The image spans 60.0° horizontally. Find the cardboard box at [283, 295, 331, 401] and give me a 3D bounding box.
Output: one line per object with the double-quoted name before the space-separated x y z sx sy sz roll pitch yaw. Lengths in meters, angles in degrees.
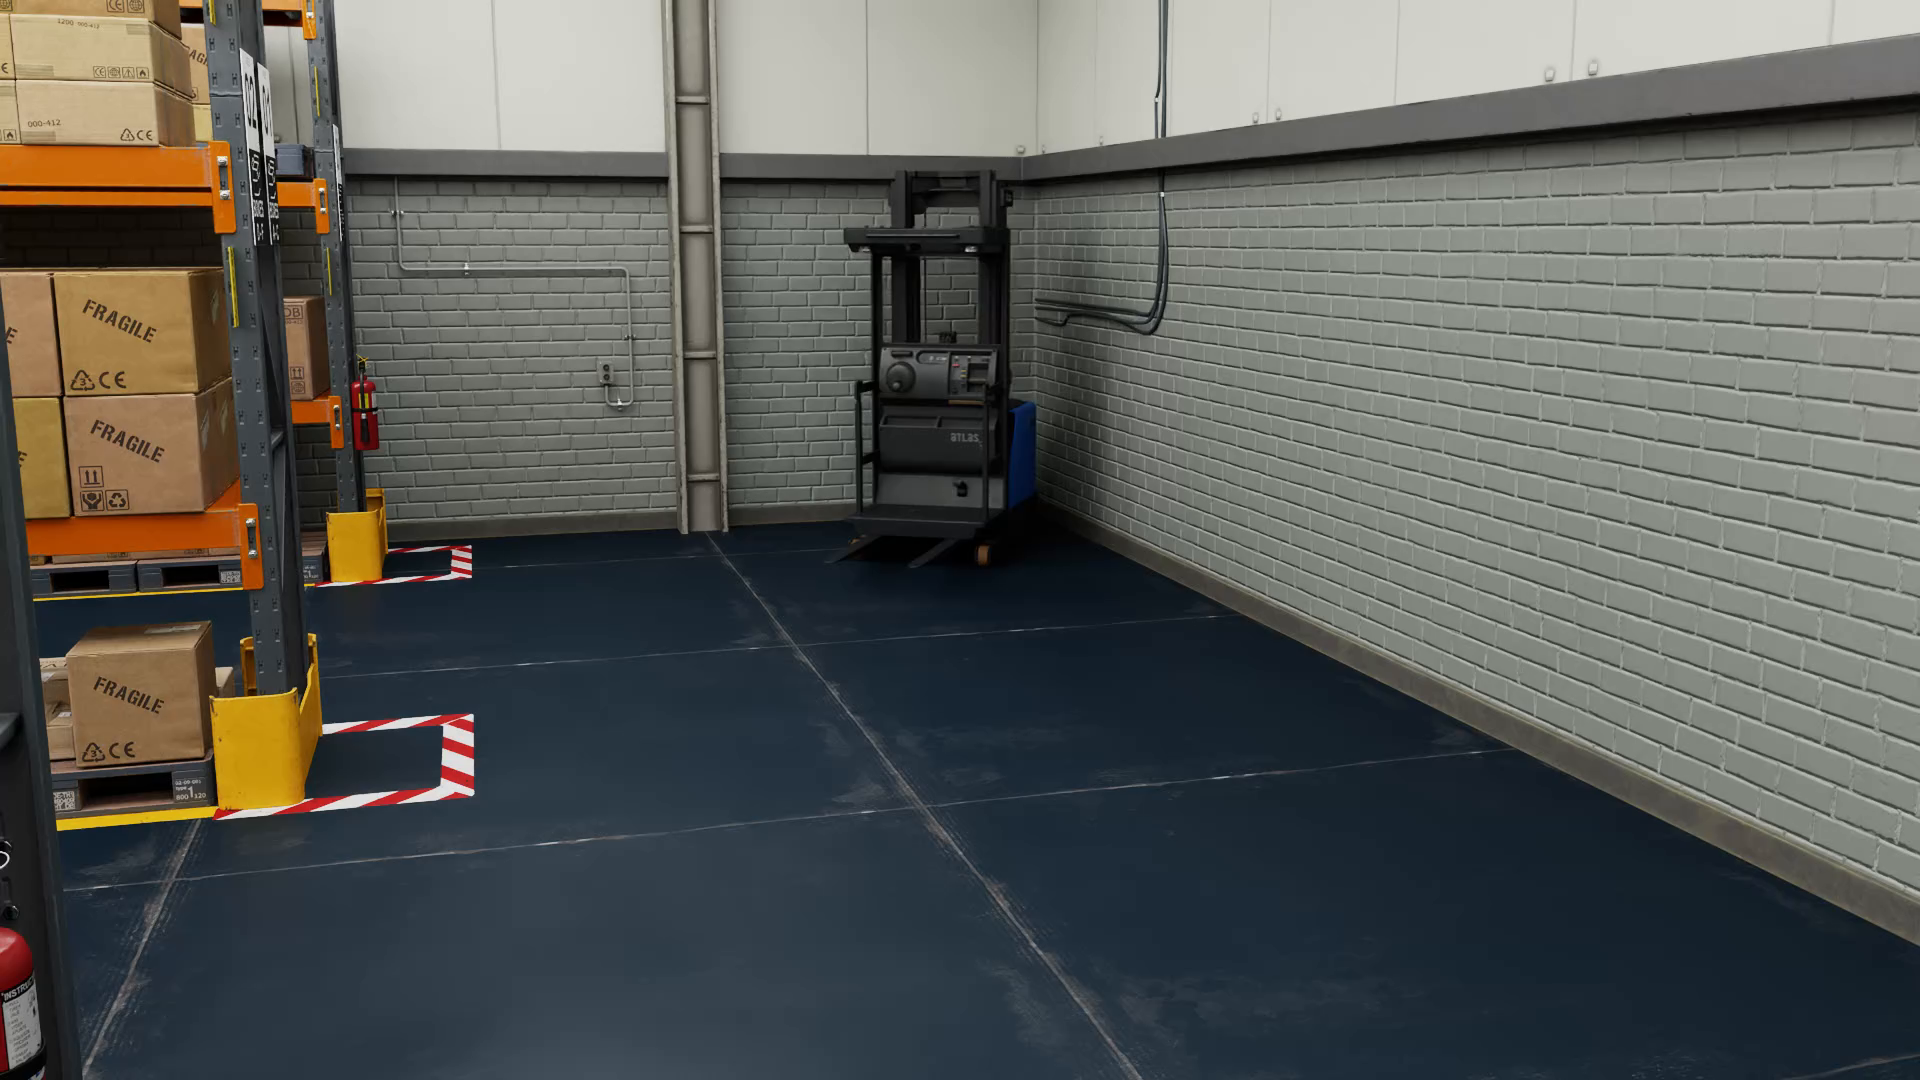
"cardboard box" -5.005 -1.396 12.018 0.700 0.700 0.980 -3 11 -13

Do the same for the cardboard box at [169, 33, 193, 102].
"cardboard box" -3.696 -2.082 7.320 0.500 0.250 0.500 -3 11 -16

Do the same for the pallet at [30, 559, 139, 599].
"pallet" -6.433 0.210 11.822 1.213 0.211 1.003 -3 11 -16

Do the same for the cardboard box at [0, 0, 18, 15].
"cardboard box" -4.122 -2.392 6.933 0.500 0.500 0.700 -3 11 -16

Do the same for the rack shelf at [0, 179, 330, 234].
"rack shelf" -6.438 -2.297 11.439 4.000 0.370 1.077 -3 11 -16

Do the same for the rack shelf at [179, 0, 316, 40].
"rack shelf" -6.438 -3.575 11.203 4.000 0.370 1.077 -3 11 -16

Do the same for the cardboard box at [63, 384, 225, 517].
"cardboard box" -3.484 -0.395 7.129 0.500 0.500 0.500 -3 11 -14

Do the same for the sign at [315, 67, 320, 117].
"sign" -4.379 -3.053 11.334 0.005 0.325 0.100 -3 11 -16

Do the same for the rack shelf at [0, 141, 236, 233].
"rack shelf" -5.050 -1.436 6.762 4.000 0.370 1.077 -3 11 -16

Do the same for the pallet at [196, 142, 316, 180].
"pallet" -5.227 -2.669 11.718 1.213 0.211 1.003 -3 11 -16

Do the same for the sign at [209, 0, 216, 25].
"sign" -2.994 -2.229 6.637 0.005 0.325 0.100 -3 11 -16

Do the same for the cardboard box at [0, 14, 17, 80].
"cardboard box" -4.032 -1.967 6.695 0.500 0.250 0.500 -3 11 -16

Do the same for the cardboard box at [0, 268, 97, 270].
"cardboard box" -4.129 -0.952 7.395 0.500 0.500 0.500 -3 11 -15

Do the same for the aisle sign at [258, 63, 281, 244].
"aisle sign" -3.146 -1.748 7.579 0.004 0.787 0.394 -3 11 -16

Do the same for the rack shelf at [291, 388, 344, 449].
"rack shelf" -6.438 -0.821 11.710 4.000 0.370 1.077 -3 11 -16

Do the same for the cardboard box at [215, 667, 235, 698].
"cardboard box" -3.628 0.732 7.946 0.250 0.149 0.380 -3 11 -16

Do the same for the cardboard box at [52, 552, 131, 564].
"cardboard box" -6.125 -0.150 11.820 0.500 0.500 0.700 -3 11 -18

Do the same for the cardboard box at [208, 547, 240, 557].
"cardboard box" -5.162 -0.201 12.096 0.500 0.500 0.700 -3 11 -16

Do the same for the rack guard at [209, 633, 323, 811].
"rack guard" -3.203 0.818 7.724 0.348 0.500 1.175 -3 11 -16

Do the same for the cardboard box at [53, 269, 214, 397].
"cardboard box" -3.480 -0.886 7.037 0.500 0.500 0.500 -3 11 -16

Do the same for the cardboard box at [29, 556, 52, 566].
"cardboard box" -6.635 -0.122 11.666 0.500 0.500 0.700 -3 11 -15

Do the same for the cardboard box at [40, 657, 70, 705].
"cardboard box" -4.211 0.724 7.708 0.500 0.250 0.500 -3 11 -16

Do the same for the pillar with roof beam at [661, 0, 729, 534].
"pillar with roof beam" -0.964 -3.765 9.146 0.400 9.000 9.100 -3 11 -16

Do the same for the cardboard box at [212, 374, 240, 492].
"cardboard box" -3.629 -0.488 7.636 0.500 0.500 0.500 -3 11 -15

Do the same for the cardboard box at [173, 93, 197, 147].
"cardboard box" -3.694 -1.835 7.359 0.500 0.250 0.500 -3 11 -16

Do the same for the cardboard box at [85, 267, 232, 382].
"cardboard box" -3.629 -0.980 7.546 0.500 0.500 0.500 -3 11 -14

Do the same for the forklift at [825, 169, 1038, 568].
"forklift" -0.220 -1.318 12.612 1.130 2.935 3.031 3 11 15

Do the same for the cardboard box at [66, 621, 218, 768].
"cardboard box" -3.583 0.668 7.323 0.500 0.500 0.500 -3 11 -16

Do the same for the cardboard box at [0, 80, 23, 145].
"cardboard box" -4.032 -1.722 6.743 0.500 0.250 0.500 -3 11 -16

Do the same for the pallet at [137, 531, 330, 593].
"pallet" -5.264 0.149 12.154 1.213 0.211 1.003 -3 11 -16

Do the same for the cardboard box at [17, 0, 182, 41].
"cardboard box" -3.618 -2.403 6.991 0.500 0.500 0.700 -3 11 -16

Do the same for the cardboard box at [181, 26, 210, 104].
"cardboard box" -5.144 -3.218 11.363 0.500 0.500 0.500 -3 11 -16

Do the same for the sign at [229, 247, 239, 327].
"sign" -2.994 -1.043 6.855 0.005 0.325 0.100 -3 11 -16

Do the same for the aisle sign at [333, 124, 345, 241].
"aisle sign" -4.365 -2.506 11.696 0.004 0.787 0.394 -3 11 -16

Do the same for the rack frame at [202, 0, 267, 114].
"rack frame" -3.130 -3.366 6.975 0.127 3.000 1.000 -3 11 -16

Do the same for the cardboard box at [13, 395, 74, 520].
"cardboard box" -3.981 -0.368 6.983 0.500 0.500 0.500 -3 11 -15

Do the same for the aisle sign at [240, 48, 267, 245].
"aisle sign" -2.978 -1.644 7.012 0.004 0.787 0.394 -3 11 -16

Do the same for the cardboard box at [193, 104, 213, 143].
"cardboard box" -5.147 -2.850 11.438 0.500 0.250 0.500 -3 11 -14

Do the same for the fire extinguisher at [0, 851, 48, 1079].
"fire extinguisher" -1.477 0.739 2.493 0.183 0.674 0.296 -3 11 -16

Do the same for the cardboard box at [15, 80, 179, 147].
"cardboard box" -3.549 -1.745 6.870 0.500 0.250 0.500 -3 11 -16

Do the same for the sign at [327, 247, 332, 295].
"sign" -4.379 -1.867 11.552 0.005 0.325 0.100 -3 11 -16

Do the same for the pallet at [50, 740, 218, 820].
"pallet" -3.968 1.000 7.530 1.213 0.211 1.003 -3 11 -16

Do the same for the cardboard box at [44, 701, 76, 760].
"cardboard box" -3.997 0.837 7.327 0.250 0.166 0.380 -3 11 -16

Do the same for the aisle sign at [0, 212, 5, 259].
"aisle sign" -1.763 -0.888 2.905 0.004 0.787 0.394 -3 11 -16

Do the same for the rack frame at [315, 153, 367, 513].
"rack frame" -4.518 -1.276 12.195 0.127 3.000 1.000 -3 11 -16

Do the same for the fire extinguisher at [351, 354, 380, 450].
"fire extinguisher" -4.244 -0.982 11.841 0.183 0.674 0.296 -3 11 -16

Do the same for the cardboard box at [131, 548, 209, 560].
"cardboard box" -5.642 -0.175 11.959 0.500 0.500 0.700 -3 11 -16

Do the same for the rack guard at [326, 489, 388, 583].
"rack guard" -4.495 -0.048 12.428 0.348 0.500 1.175 -3 11 -16

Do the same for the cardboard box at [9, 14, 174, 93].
"cardboard box" -3.552 -1.992 6.833 0.500 0.250 0.500 -3 11 -16

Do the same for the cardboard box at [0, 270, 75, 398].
"cardboard box" -3.965 -0.860 6.897 0.500 0.500 0.500 -3 11 -14

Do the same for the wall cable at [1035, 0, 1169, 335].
"wall cable" 1.013 -2.924 13.150 0.112 2.526 3.097 -3 11 -16

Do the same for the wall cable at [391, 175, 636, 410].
"wall cable" -3.553 -2.005 13.348 1.851 1.984 0.084 -3 11 -16

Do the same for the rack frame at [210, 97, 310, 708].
"rack frame" -3.130 -0.415 7.518 0.127 3.000 1.000 -3 11 -16

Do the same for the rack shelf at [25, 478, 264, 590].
"rack shelf" -5.050 0.040 7.034 4.000 0.370 1.077 -3 11 -16

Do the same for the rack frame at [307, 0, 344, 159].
"rack frame" -4.518 -4.227 11.652 0.127 3.000 1.000 -3 11 -16

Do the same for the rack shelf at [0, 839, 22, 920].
"rack shelf" -3.669 0.901 2.355 4.000 0.370 1.077 -3 11 -16
